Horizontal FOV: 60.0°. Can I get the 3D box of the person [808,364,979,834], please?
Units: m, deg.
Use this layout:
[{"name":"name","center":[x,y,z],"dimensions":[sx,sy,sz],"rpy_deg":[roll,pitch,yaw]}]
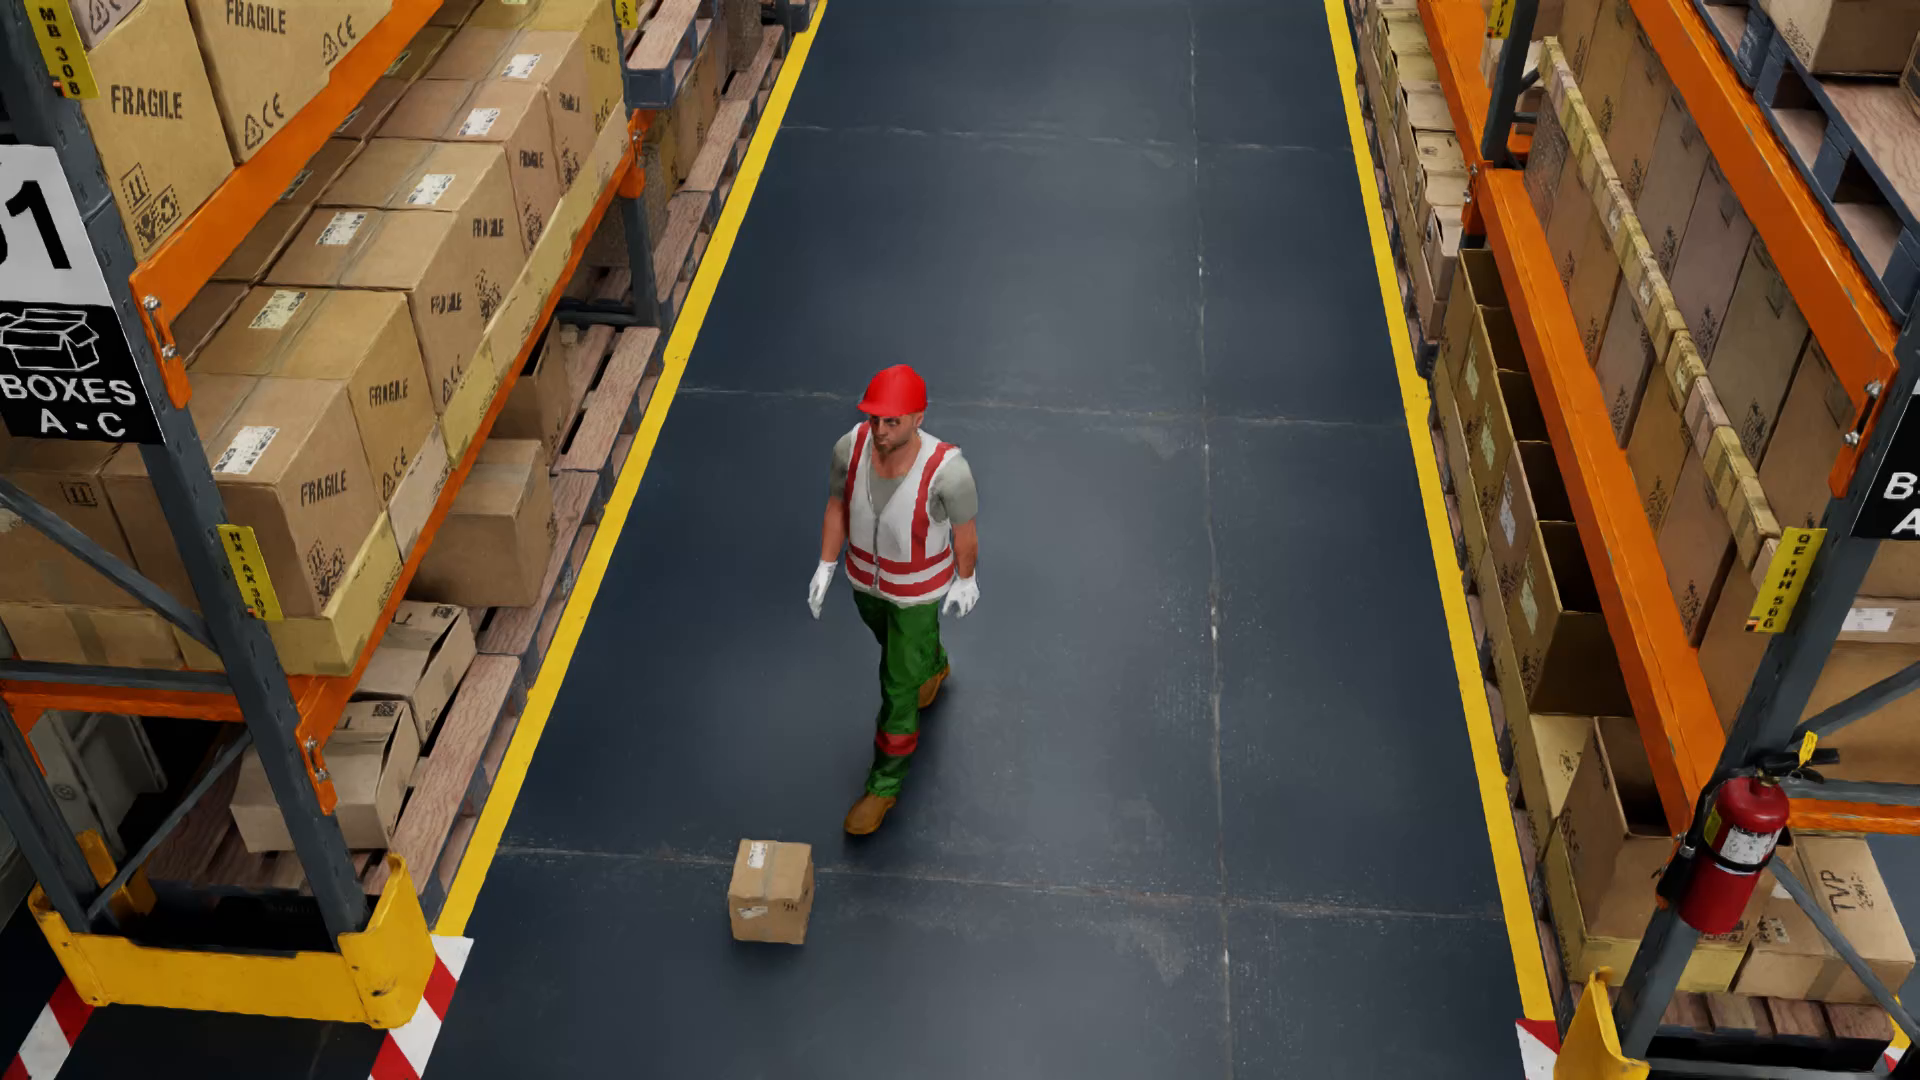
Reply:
[{"name":"person","center":[-0.262,0.157,5.958],"dimensions":[0.537,1.759,0.953],"rpy_deg":[22,44,24]}]
